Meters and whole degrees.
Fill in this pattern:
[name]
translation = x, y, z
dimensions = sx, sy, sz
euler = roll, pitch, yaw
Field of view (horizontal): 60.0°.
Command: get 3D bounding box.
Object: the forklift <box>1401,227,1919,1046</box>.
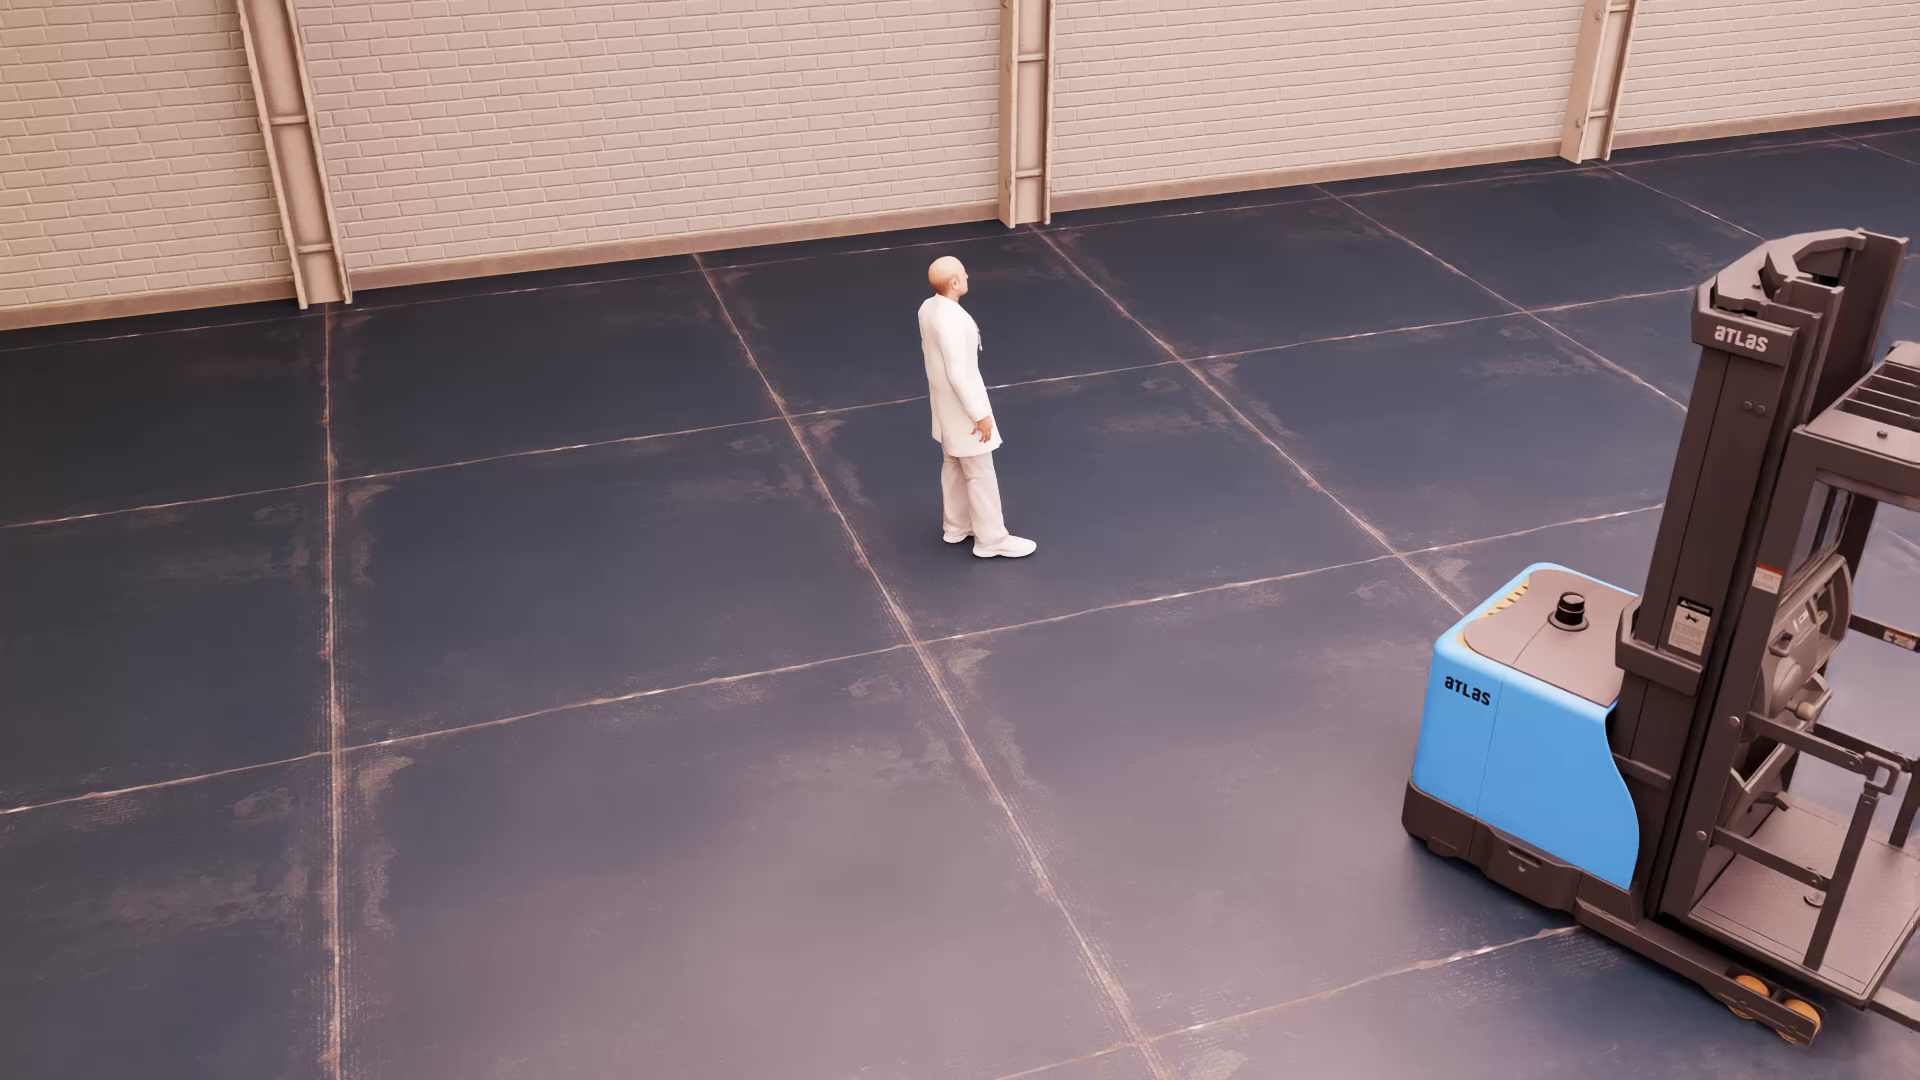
[forklift]
translation = 3.442, 0.422, 6.354
dimensions = 3.031, 2.935, 1.130
euler = 25, 38, 37

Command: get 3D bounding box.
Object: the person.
[person]
translation = 0.087, -0.789, 9.600
dimensions = 0.581, 1.775, 0.696
euler = -10, 31, -16
